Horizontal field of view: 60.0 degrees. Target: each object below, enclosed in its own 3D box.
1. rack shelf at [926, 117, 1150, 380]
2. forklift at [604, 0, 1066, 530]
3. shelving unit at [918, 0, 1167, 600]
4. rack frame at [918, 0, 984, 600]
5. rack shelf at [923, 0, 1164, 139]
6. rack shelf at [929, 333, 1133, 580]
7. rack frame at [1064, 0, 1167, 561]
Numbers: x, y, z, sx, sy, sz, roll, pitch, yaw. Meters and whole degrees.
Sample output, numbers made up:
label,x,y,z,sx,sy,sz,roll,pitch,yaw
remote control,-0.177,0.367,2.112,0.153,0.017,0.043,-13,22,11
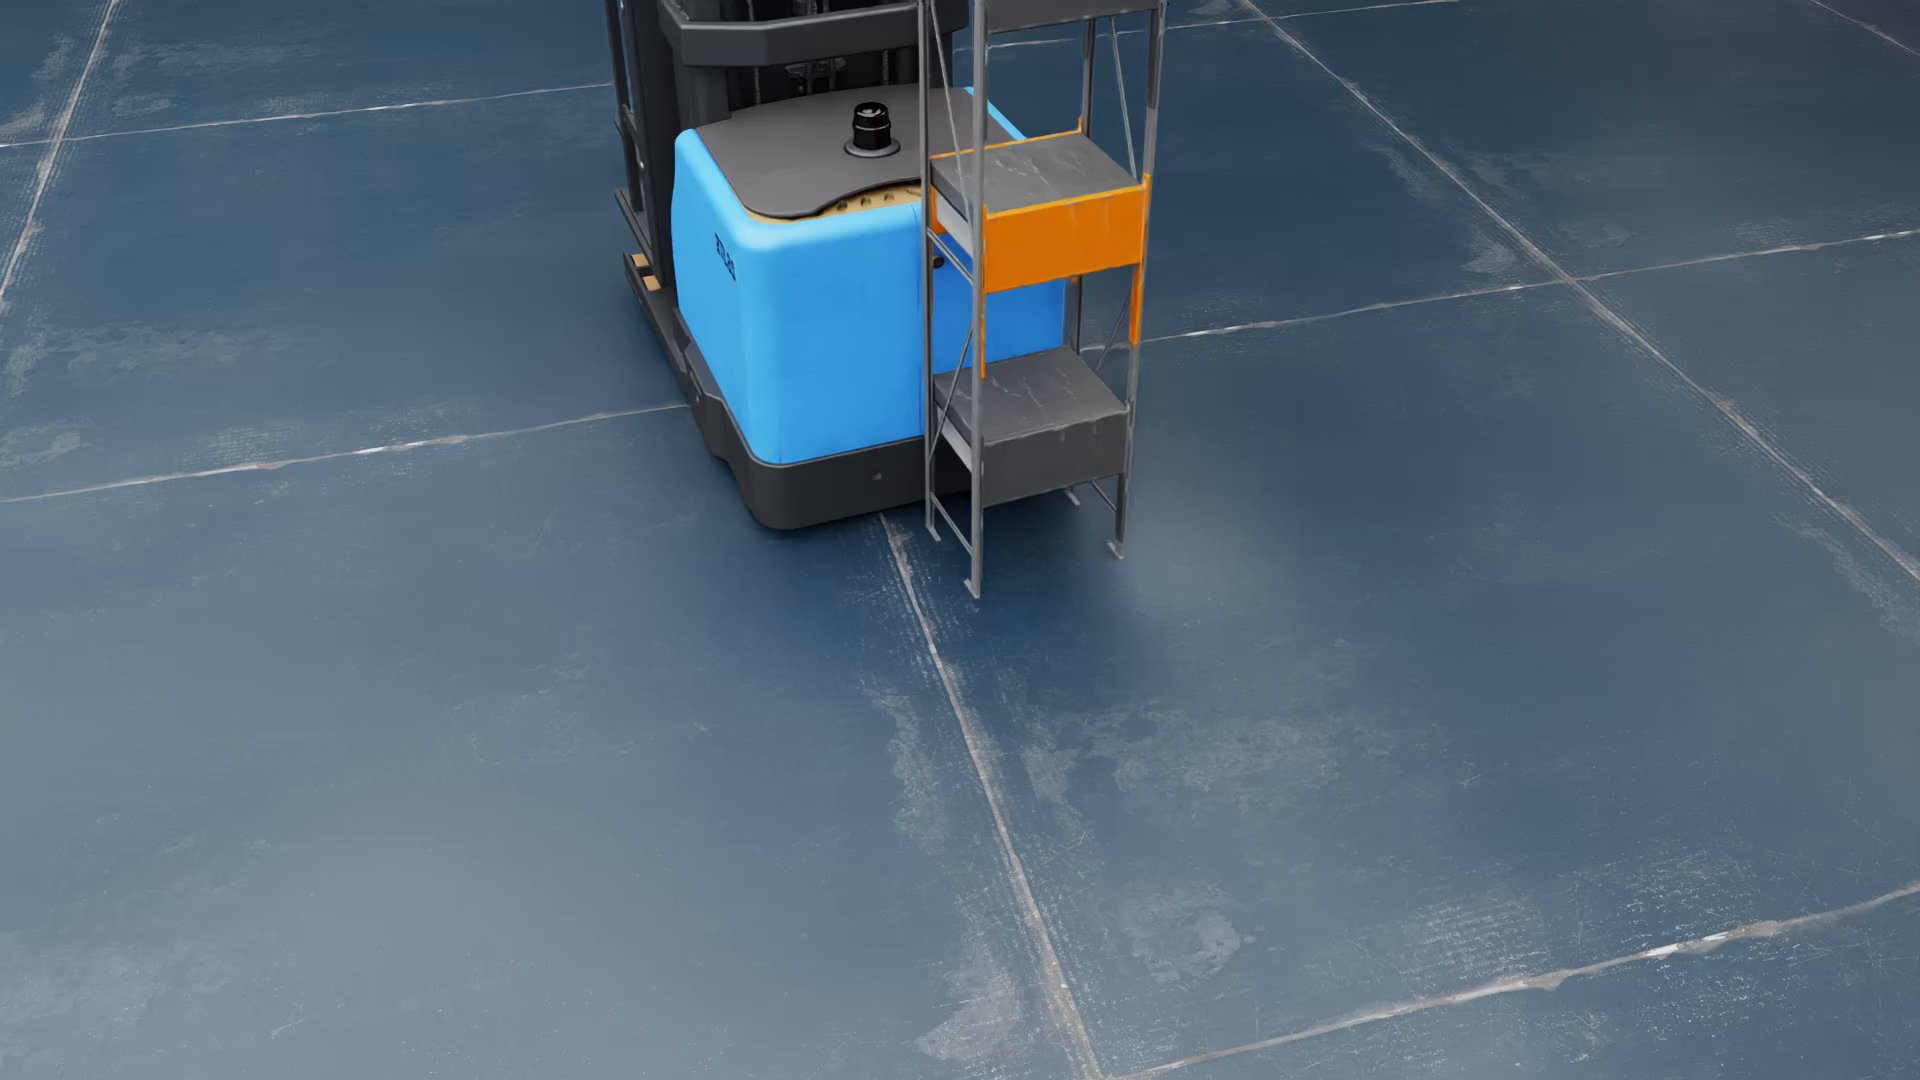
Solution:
label,x,y,z,sx,sy,sz,roll,pitch,yaw
rack shelf,0.201,-0.813,4.607,0.480,0.518,0.431,-14,40,-18
forklift,-0.665,-2.091,5.571,1.130,2.935,3.031,-13,39,-17
shelving unit,0.201,-0.824,4.599,0.503,2.100,0.431,-14,40,-18
rack frame,-0.024,-0.766,4.523,0.015,2.100,0.400,-14,40,-18
rack shelf,0.201,-1.369,4.182,0.480,0.518,0.431,-14,40,-18
rack shelf,0.201,-0.257,5.032,0.480,0.518,0.431,-14,40,-18
rack frame,0.425,-0.882,4.674,0.015,2.100,0.400,-14,40,-18
